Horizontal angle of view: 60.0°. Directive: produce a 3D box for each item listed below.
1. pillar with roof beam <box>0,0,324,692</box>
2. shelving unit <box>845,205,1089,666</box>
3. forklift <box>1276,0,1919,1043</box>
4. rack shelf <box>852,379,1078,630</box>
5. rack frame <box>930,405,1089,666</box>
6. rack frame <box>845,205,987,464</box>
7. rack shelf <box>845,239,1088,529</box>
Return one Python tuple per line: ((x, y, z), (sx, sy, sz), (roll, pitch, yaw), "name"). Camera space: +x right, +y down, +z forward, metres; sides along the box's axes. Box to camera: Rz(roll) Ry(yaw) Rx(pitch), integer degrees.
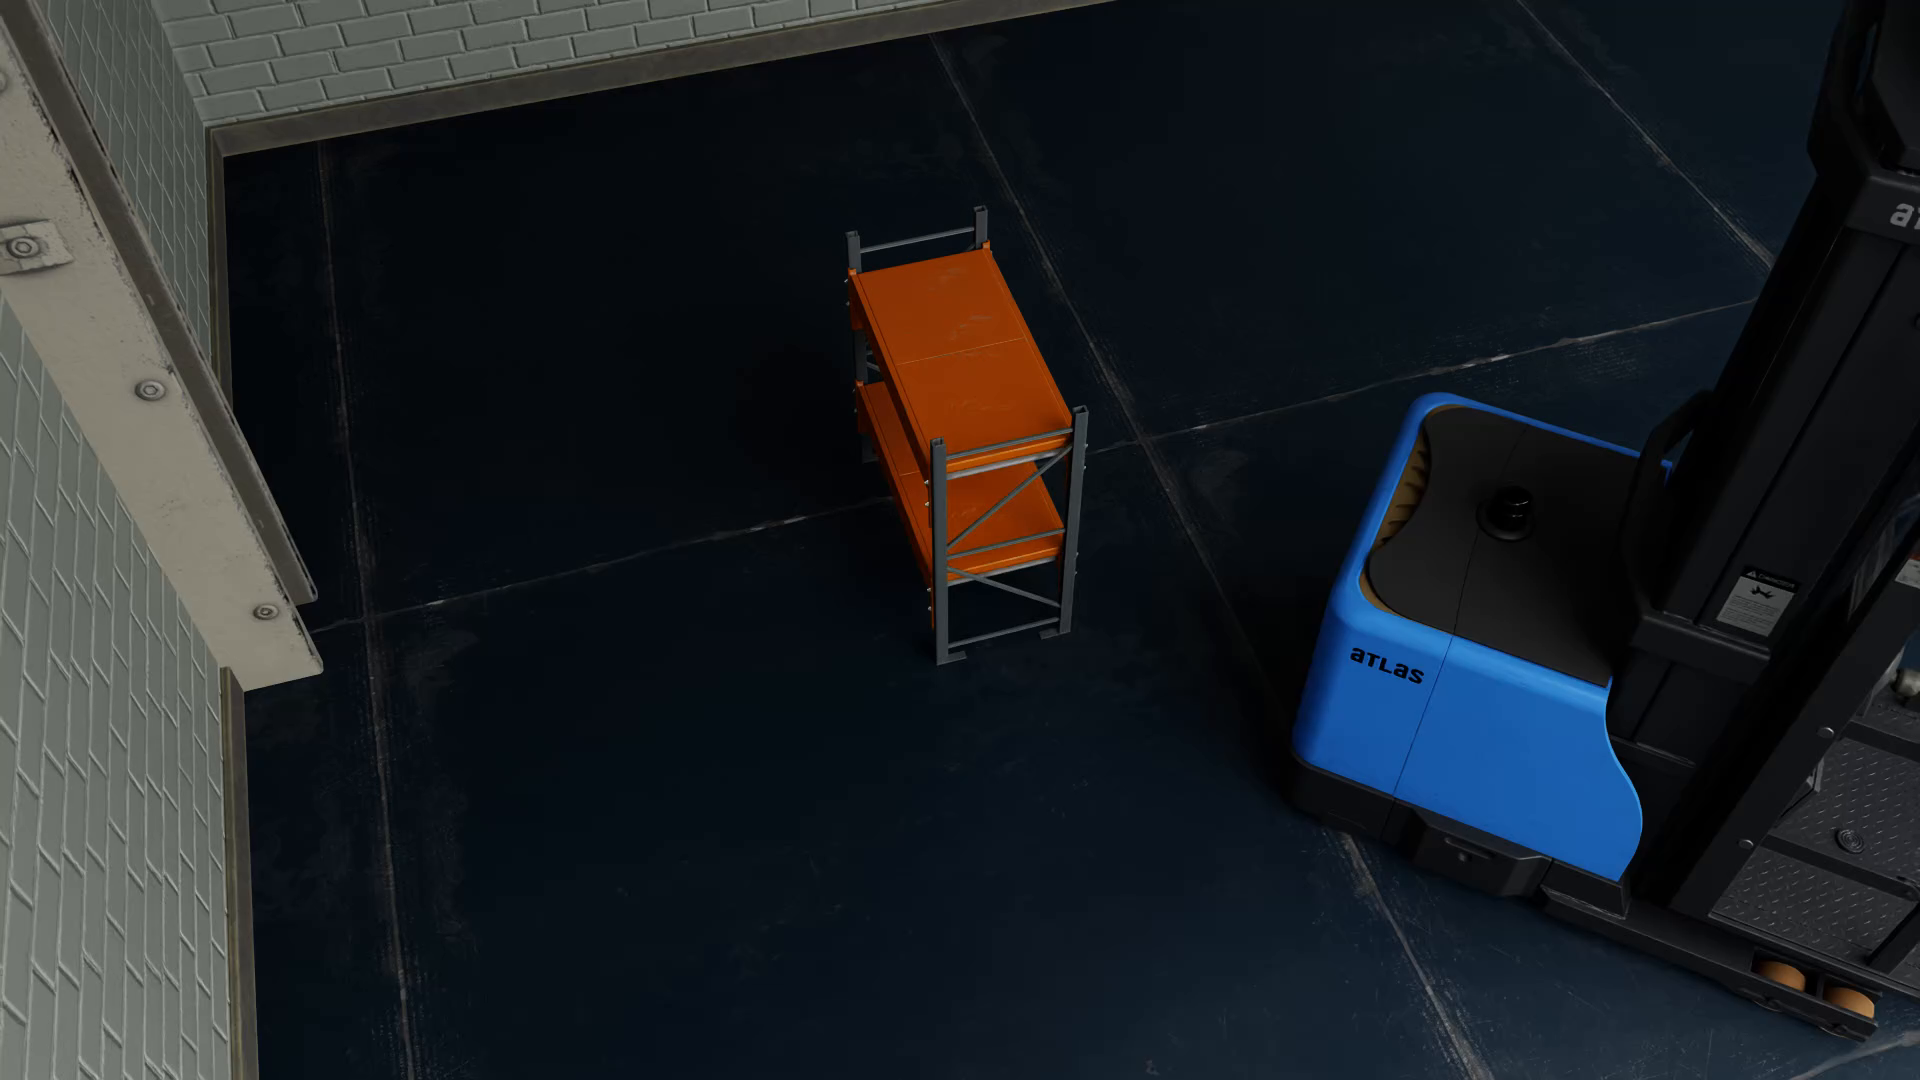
((1.665, -3.517, 3.329), (9.100, 9.000, 0.400), (-13, 51, -11), "pillar with roof beam")
((0.002, -0.358, 5.816), (0.538, 1.125, 1.048), (-13, 51, -11), "shelving unit")
((2.599, 0.077, 4.268), (3.031, 2.935, 1.130), (20, 53, 16), "forklift")
((0.002, -0.200, 6.003), (0.538, 0.278, 1.000), (-13, 51, -11), "rack shelf")
((0.152, 0.014, 5.503), (0.500, 1.125, 0.032), (-13, 51, -11), "rack frame")
((-0.148, -0.729, 6.129), (0.500, 1.125, 0.032), (-13, 51, -11), "rack frame")
((0.002, -0.546, 5.592), (0.538, 0.278, 1.000), (-13, 51, -11), "rack shelf")
